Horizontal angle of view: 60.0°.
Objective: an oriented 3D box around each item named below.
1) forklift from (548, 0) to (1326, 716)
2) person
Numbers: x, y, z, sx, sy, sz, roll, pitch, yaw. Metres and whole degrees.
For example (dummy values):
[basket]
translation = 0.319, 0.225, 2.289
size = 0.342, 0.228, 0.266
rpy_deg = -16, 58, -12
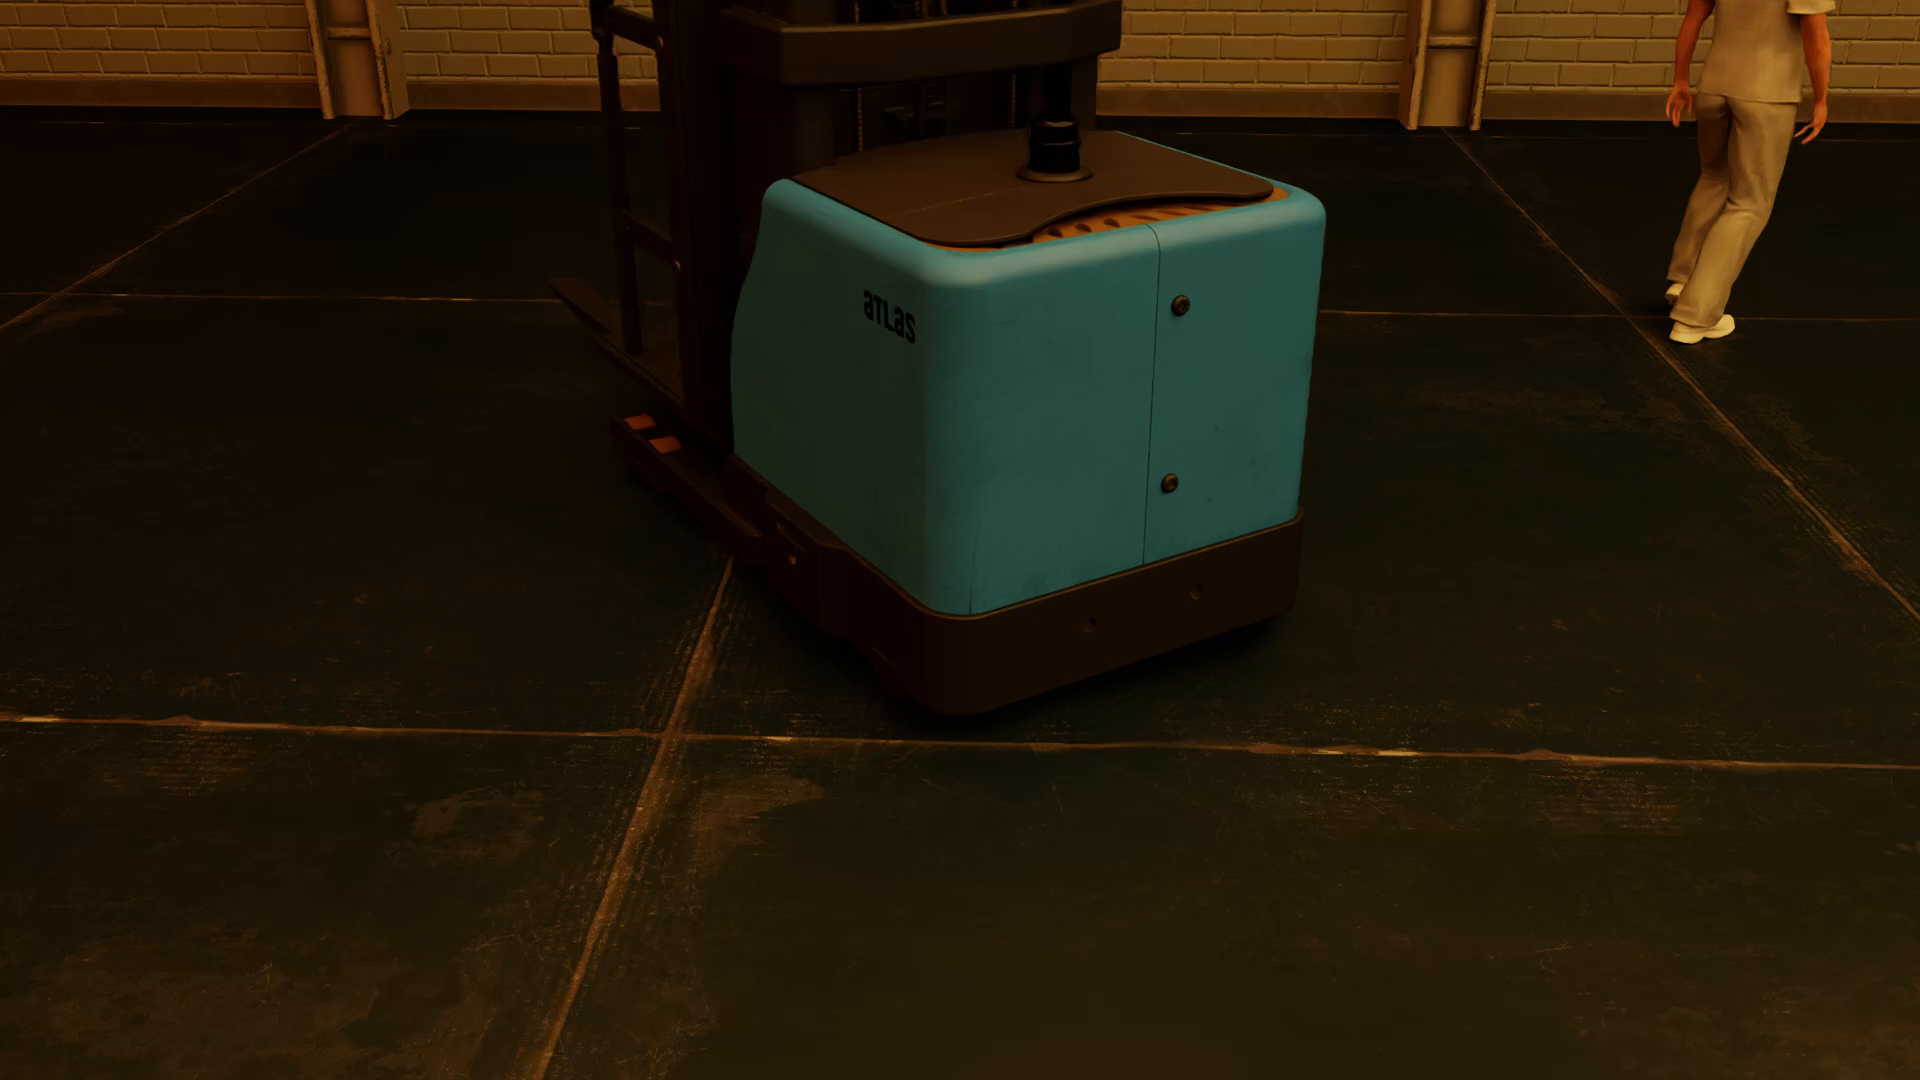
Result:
[forklift]
translation = -0.381, -1.544, 4.339
size = 1.130, 2.935, 3.031
rpy_deg = -15, 30, -28
[person]
translation = 2.737, -1.503, 5.768
size = 0.530, 1.710, 0.545
rpy_deg = -15, 30, -27
